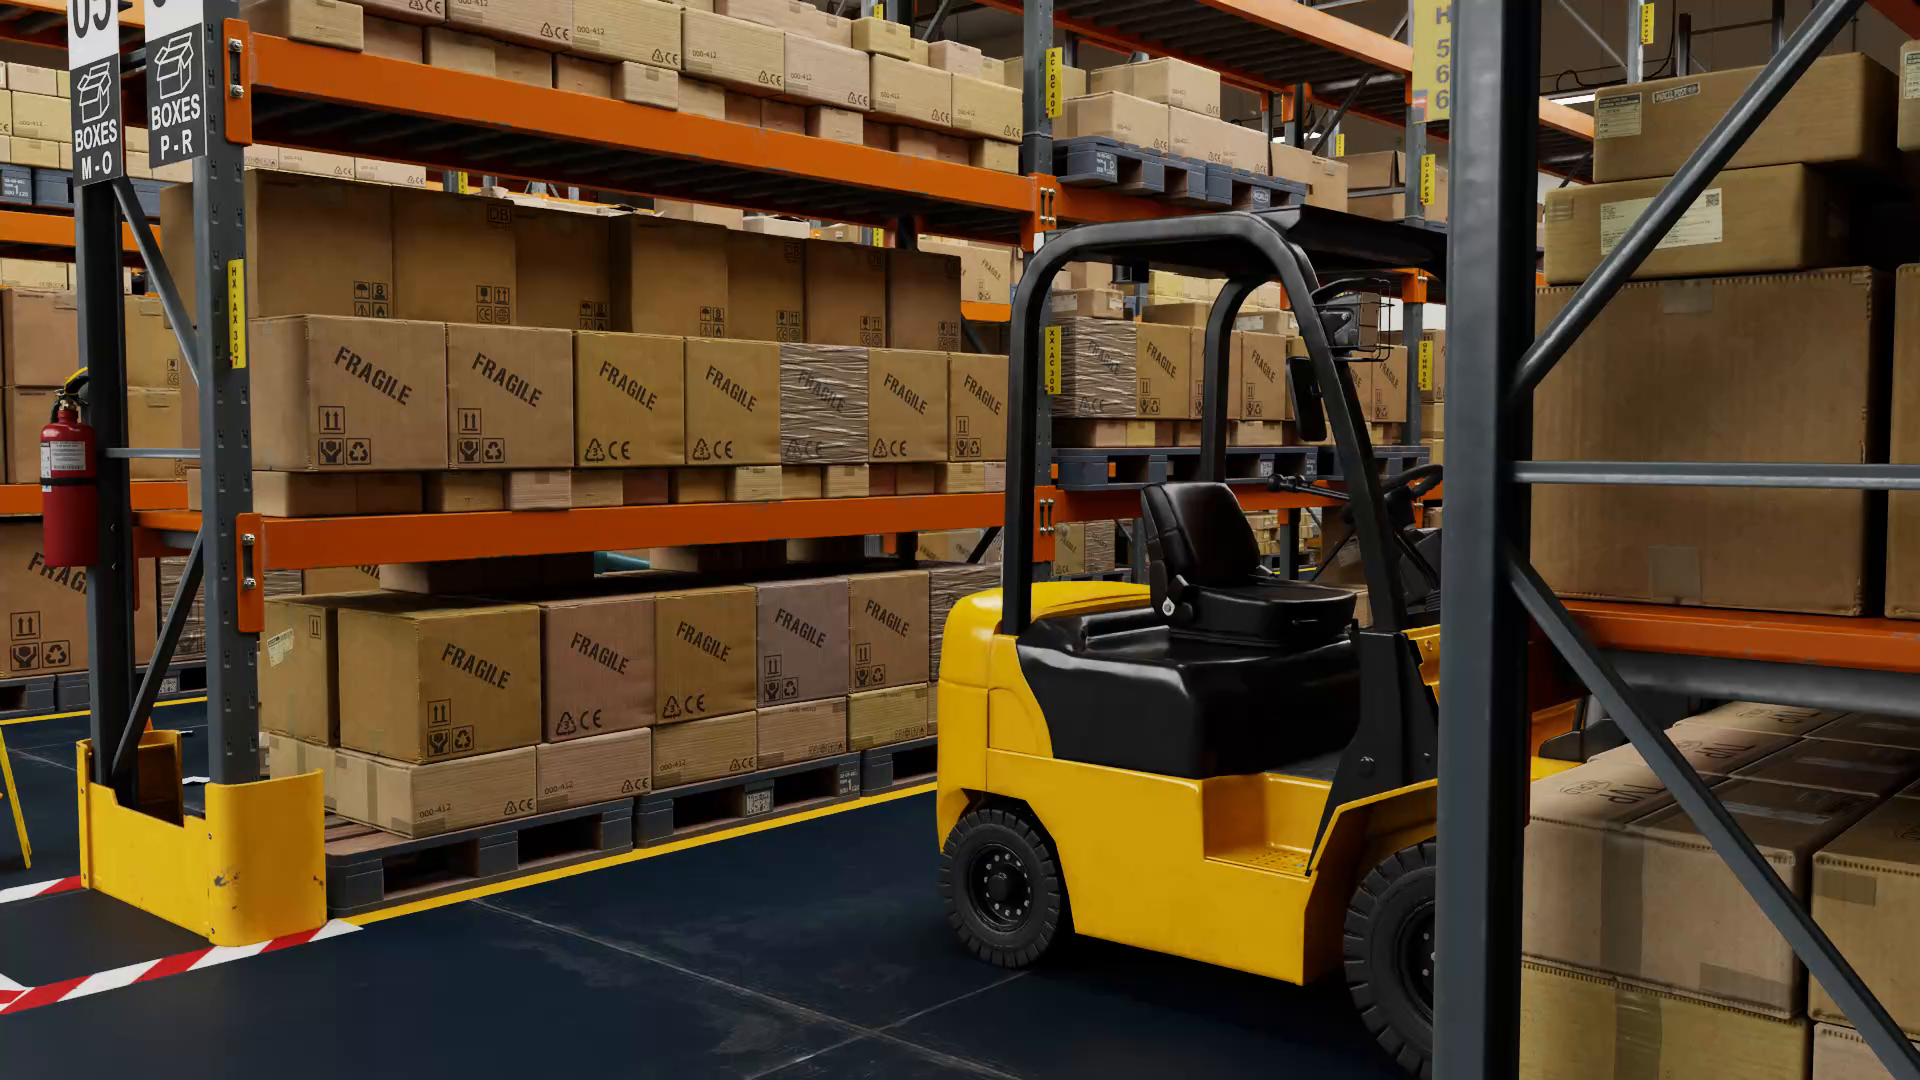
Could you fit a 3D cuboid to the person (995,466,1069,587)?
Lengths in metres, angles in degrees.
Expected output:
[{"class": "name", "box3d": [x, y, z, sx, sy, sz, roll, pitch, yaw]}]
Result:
[{"class": "person", "box3d": [0.550, -0.157, 13.447, 1.036, 1.747, 0.529, -3, 4, -39]}]
